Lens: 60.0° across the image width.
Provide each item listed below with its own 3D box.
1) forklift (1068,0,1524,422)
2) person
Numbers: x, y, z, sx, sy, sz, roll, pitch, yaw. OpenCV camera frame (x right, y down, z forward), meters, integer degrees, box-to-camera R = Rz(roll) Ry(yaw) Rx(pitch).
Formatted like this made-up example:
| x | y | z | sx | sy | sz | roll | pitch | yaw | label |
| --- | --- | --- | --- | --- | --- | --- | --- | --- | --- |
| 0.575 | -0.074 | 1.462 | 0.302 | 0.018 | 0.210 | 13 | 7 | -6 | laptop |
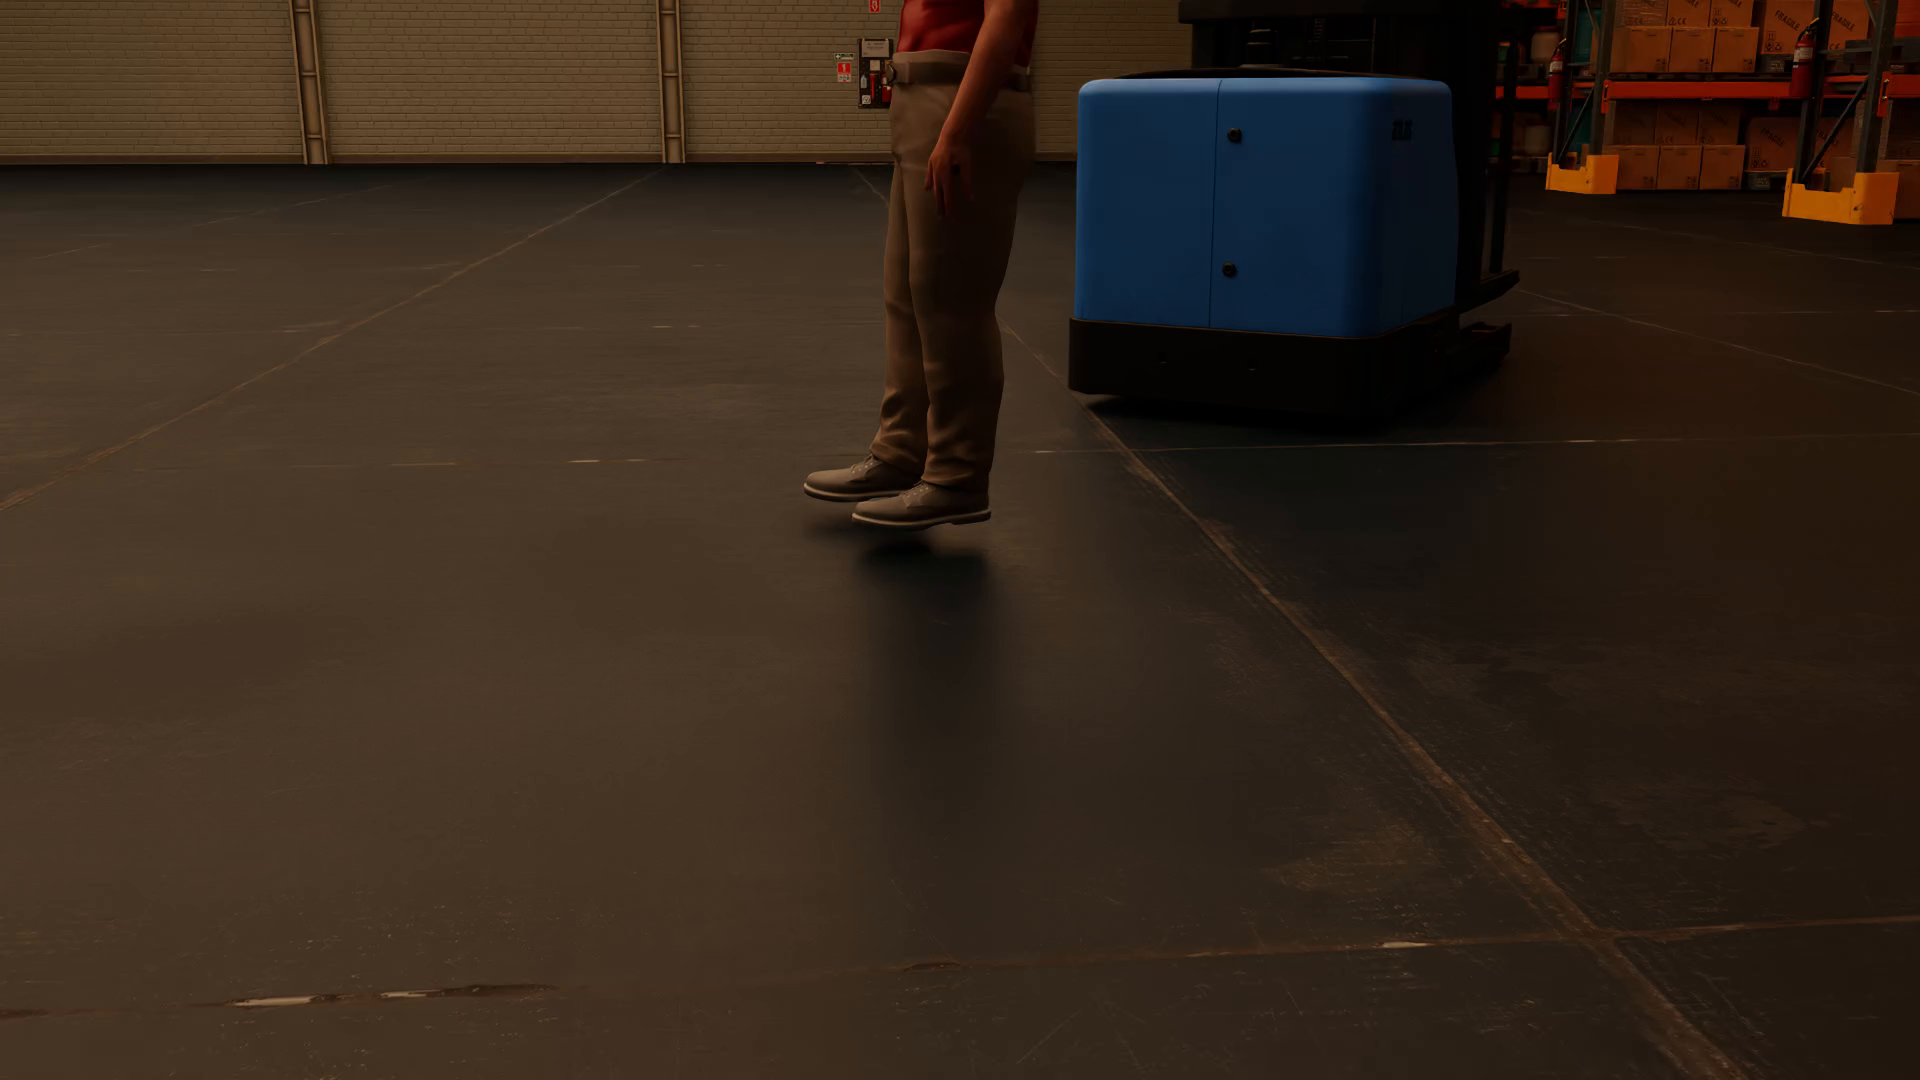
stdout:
| x | y | z | sx | sy | sz | roll | pitch | yaw | label |
| --- | --- | --- | --- | --- | --- | --- | --- | --- | --- |
| 1.531 | -2.117 | 6.225 | 1.130 | 2.935 | 3.031 | 8 | 17 | 29 | forklift |
| -0.090 | -0.883 | 3.706 | 0.550 | 1.727 | 0.641 | -1 | 15 | -5 | person |
